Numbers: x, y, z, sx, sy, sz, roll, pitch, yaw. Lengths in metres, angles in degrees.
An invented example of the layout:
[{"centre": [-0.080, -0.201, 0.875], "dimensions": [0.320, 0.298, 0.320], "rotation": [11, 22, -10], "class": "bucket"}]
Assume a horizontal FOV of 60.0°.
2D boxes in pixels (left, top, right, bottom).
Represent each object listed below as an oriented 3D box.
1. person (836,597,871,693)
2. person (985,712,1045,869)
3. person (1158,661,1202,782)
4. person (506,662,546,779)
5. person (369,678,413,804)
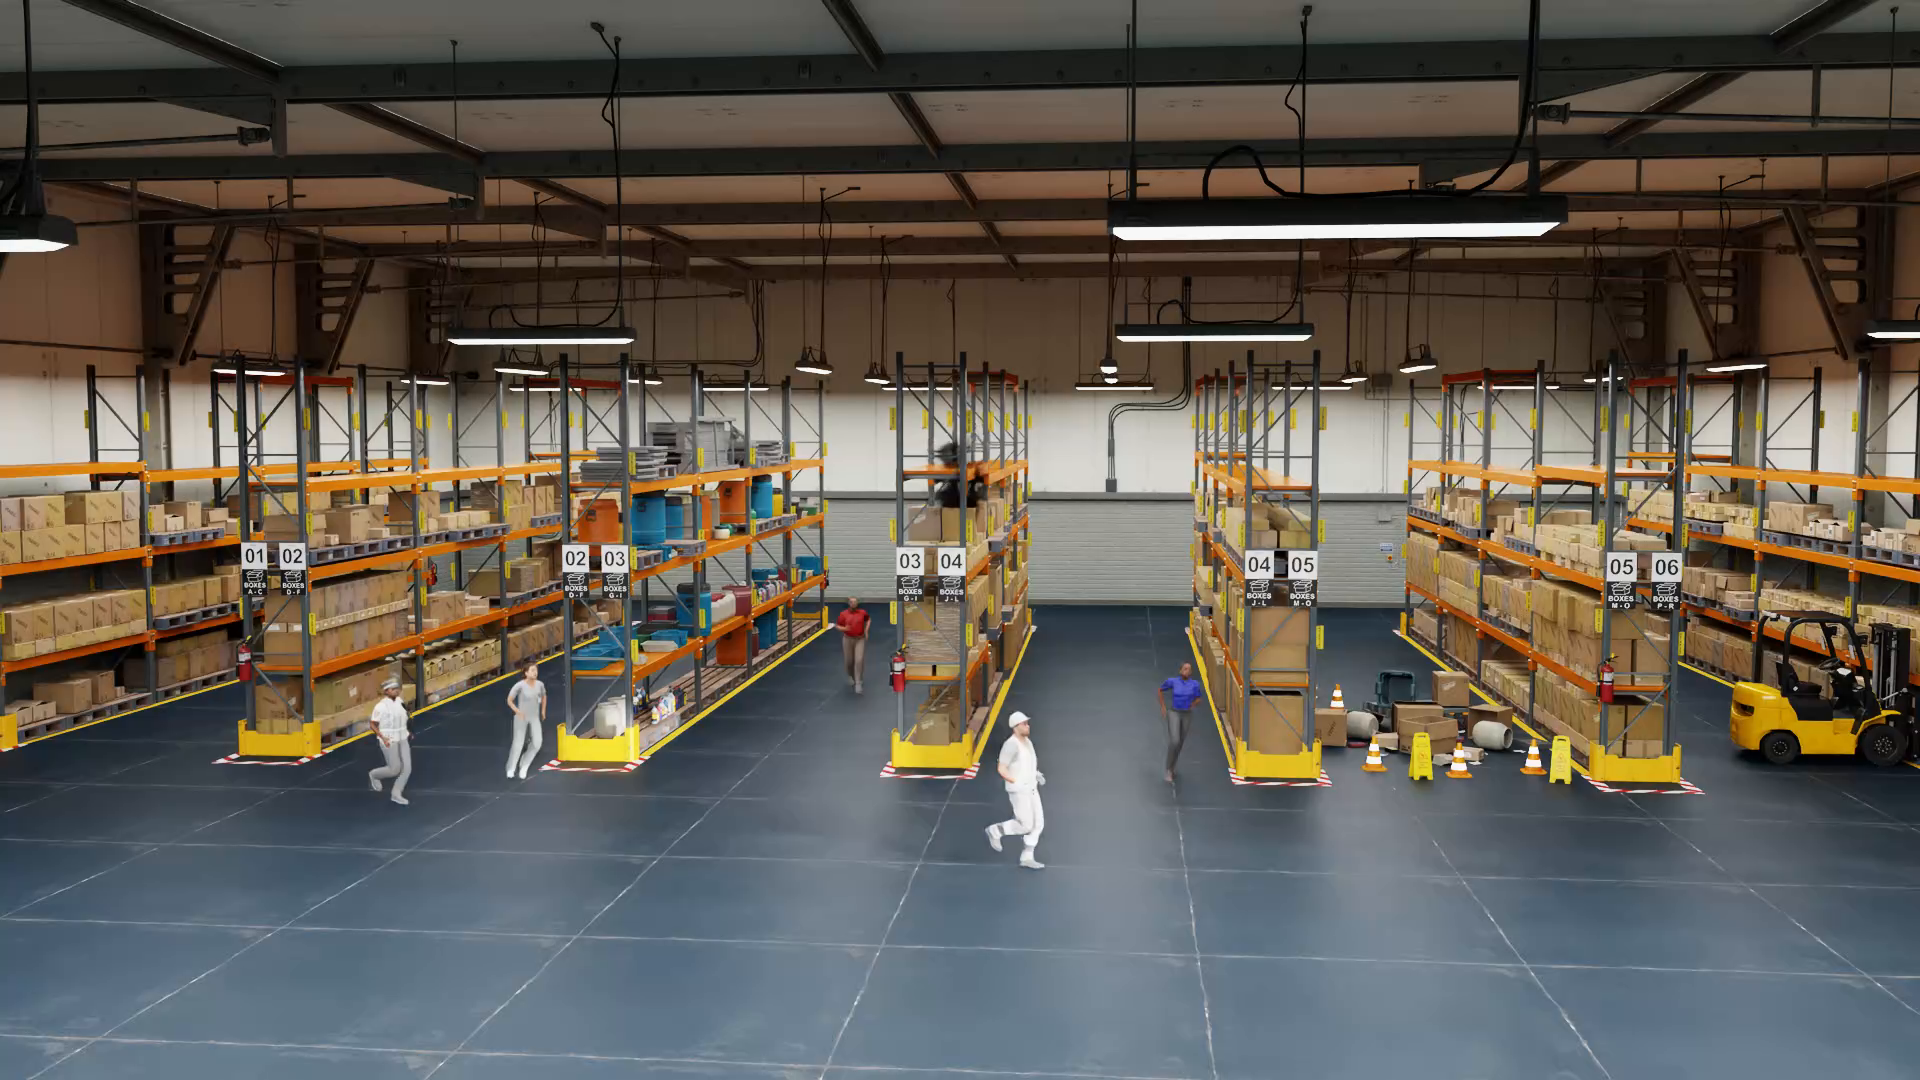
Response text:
[{"centre": [-1.983, 1.921, 30.977], "dimensions": [0.659, 1.740, 0.966], "rotation": [0, 4, -6], "class": "person"}, {"centre": [0.660, 2.804, 18.721], "dimensions": [0.676, 1.749, 0.656], "rotation": [2, 5, 29], "class": "person"}, {"centre": [3.101, 2.584, 23.442], "dimensions": [0.595, 1.599, 0.754], "rotation": [-1, 4, -11], "class": "person"}, {"centre": [-6.047, 2.524, 23.356], "dimensions": [0.624, 1.618, 0.613], "rotation": [-3, 5, -34], "class": "person"}, {"centre": [-7.468, 2.628, 21.893], "dimensions": [0.531, 1.654, 0.583], "rotation": [2, 5, 30], "class": "person"}]
